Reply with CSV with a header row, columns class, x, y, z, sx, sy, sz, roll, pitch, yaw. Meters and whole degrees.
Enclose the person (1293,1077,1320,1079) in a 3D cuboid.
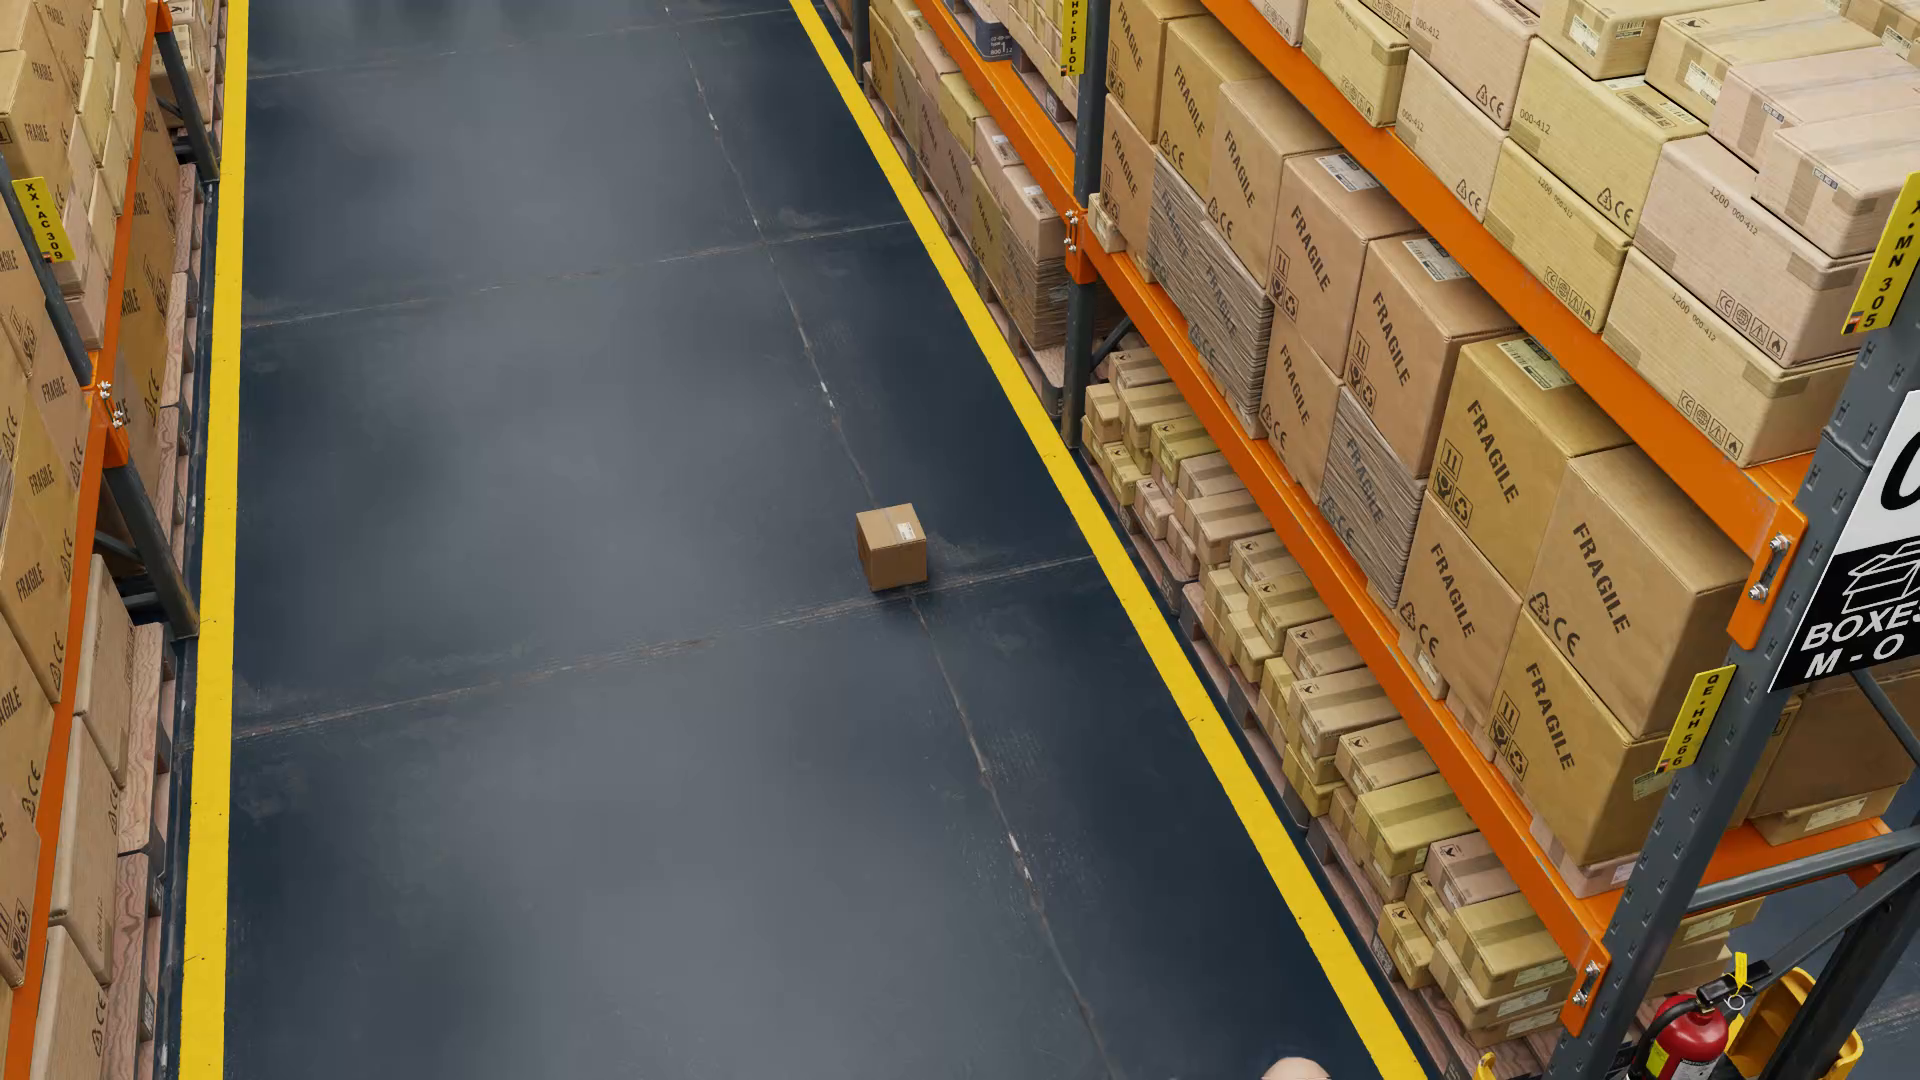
class,x,y,z,sx,sy,sz,roll,pitch,yaw
person,0.734,1.884,4.043,0.661,1.724,1.070,-9,42,-10
